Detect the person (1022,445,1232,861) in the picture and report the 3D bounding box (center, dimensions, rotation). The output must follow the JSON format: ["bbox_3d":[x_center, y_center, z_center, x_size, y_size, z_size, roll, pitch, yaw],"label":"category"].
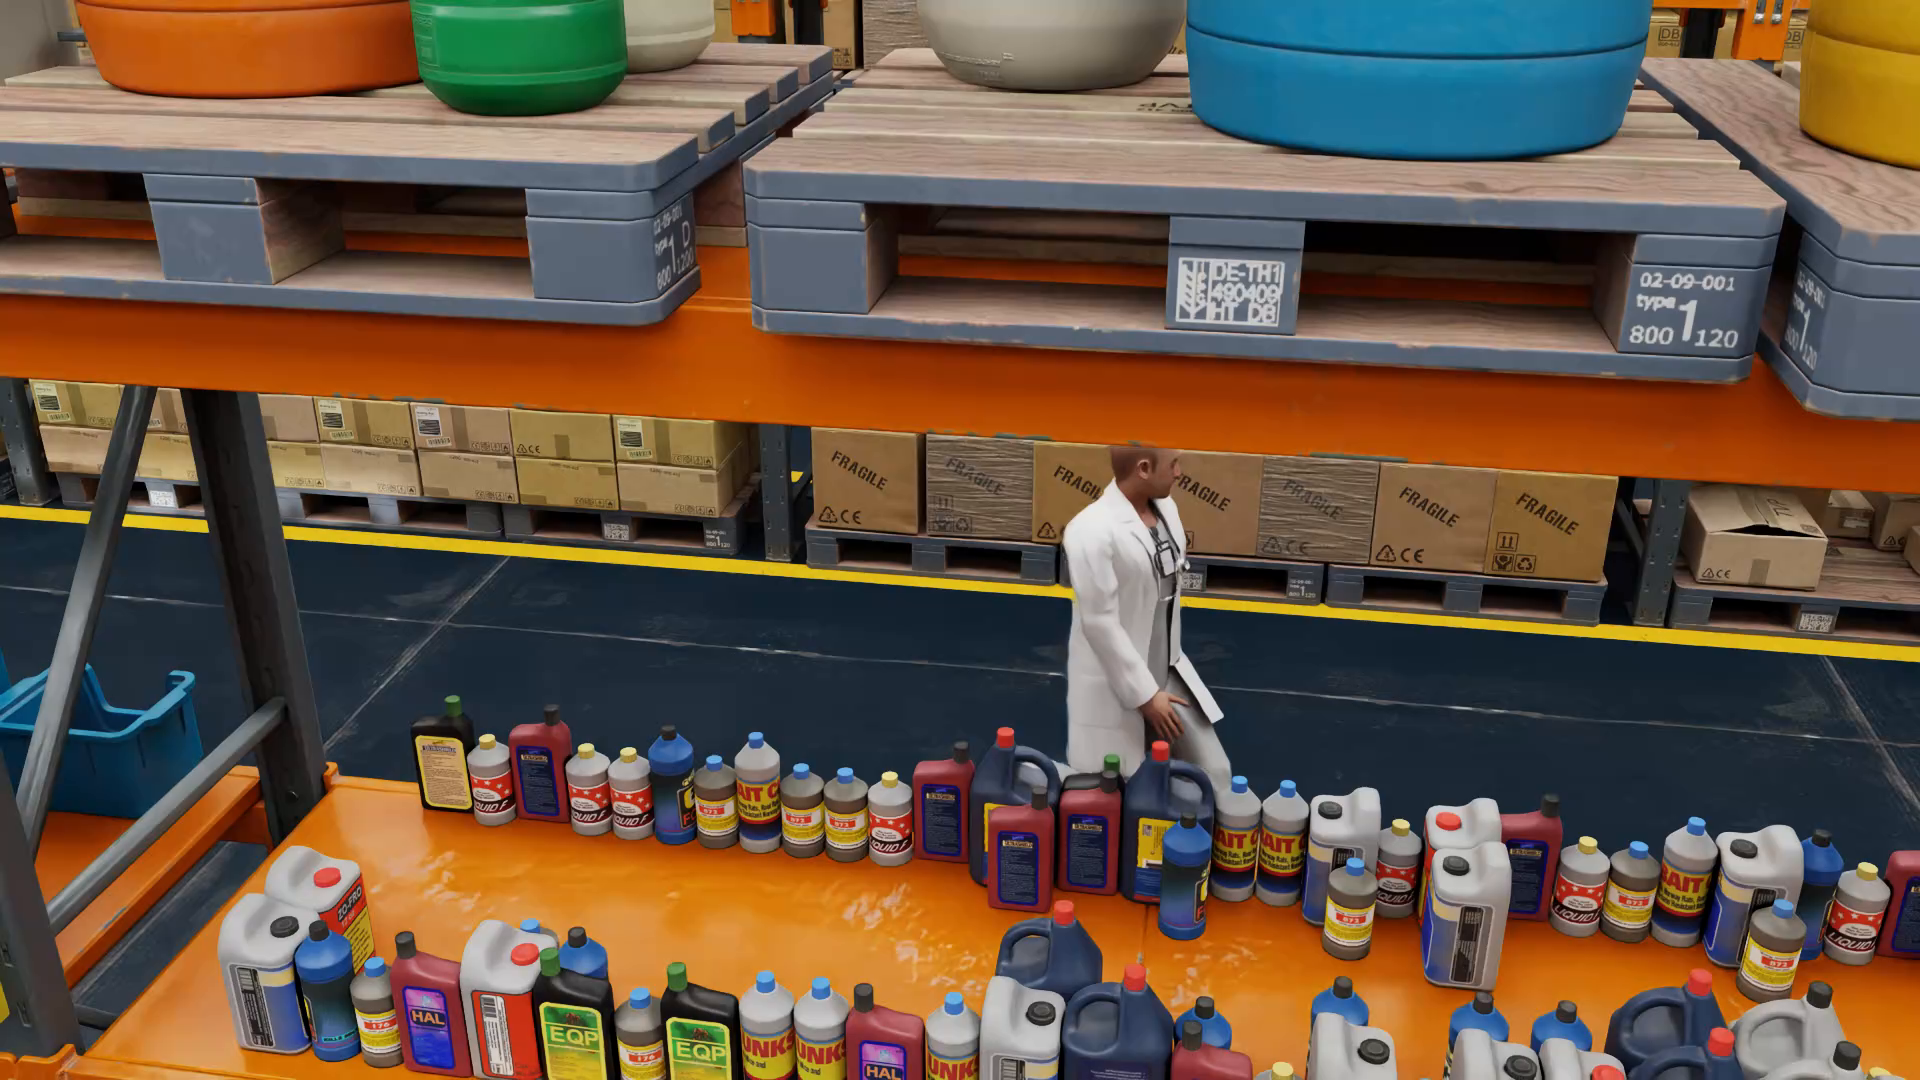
[{"bbox_3d":[0.595,0.438,5.286,0.572,1.667,1.056,-21,32,-38],"label":"person"}]
